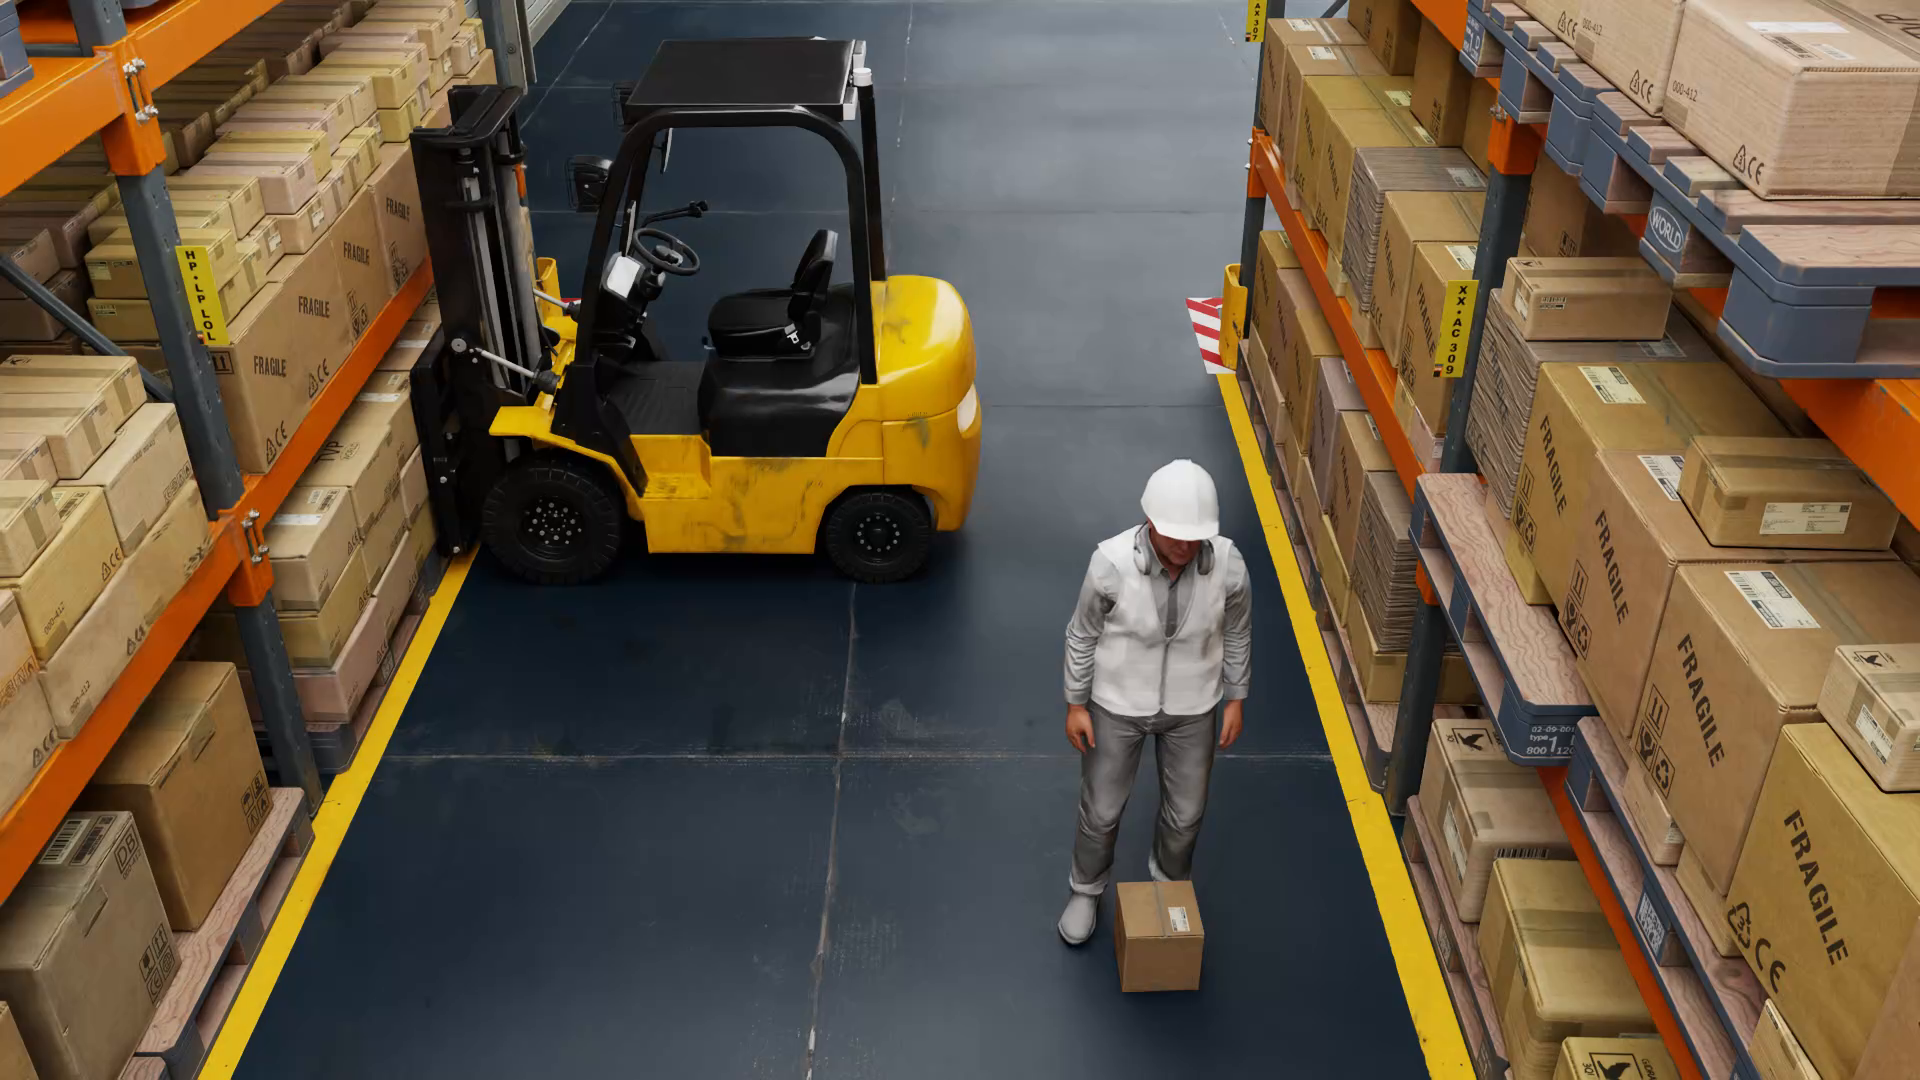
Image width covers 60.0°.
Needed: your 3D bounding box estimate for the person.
[{"bbox_3d":[0.619,0.514,5.264,0.588,1.771,0.464,-1,31,-2],"label":"person"}]
